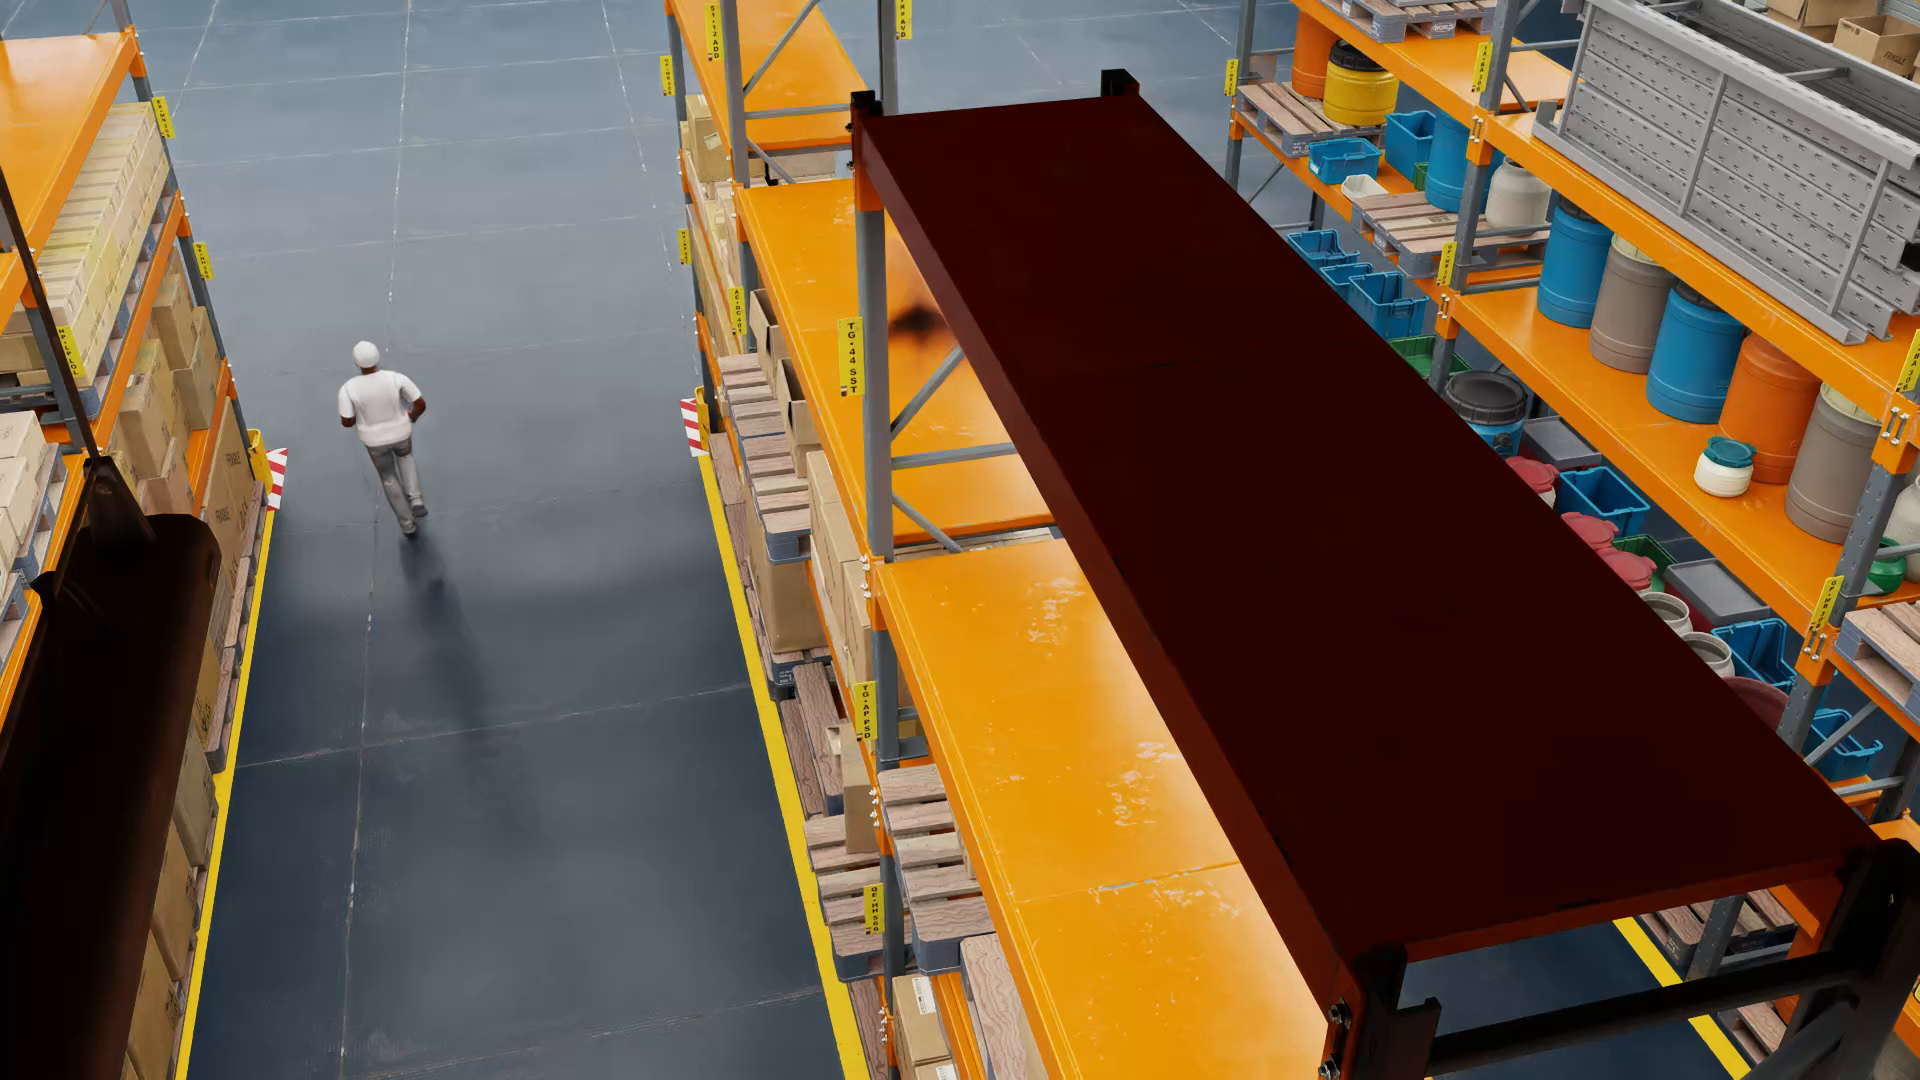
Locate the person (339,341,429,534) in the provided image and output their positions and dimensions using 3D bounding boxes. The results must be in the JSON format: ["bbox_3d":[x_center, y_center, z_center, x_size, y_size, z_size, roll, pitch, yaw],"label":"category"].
[{"bbox_3d":[-4.785,-0.902,13.867,0.671,1.733,0.617,-16,38,-22],"label":"person"}]
